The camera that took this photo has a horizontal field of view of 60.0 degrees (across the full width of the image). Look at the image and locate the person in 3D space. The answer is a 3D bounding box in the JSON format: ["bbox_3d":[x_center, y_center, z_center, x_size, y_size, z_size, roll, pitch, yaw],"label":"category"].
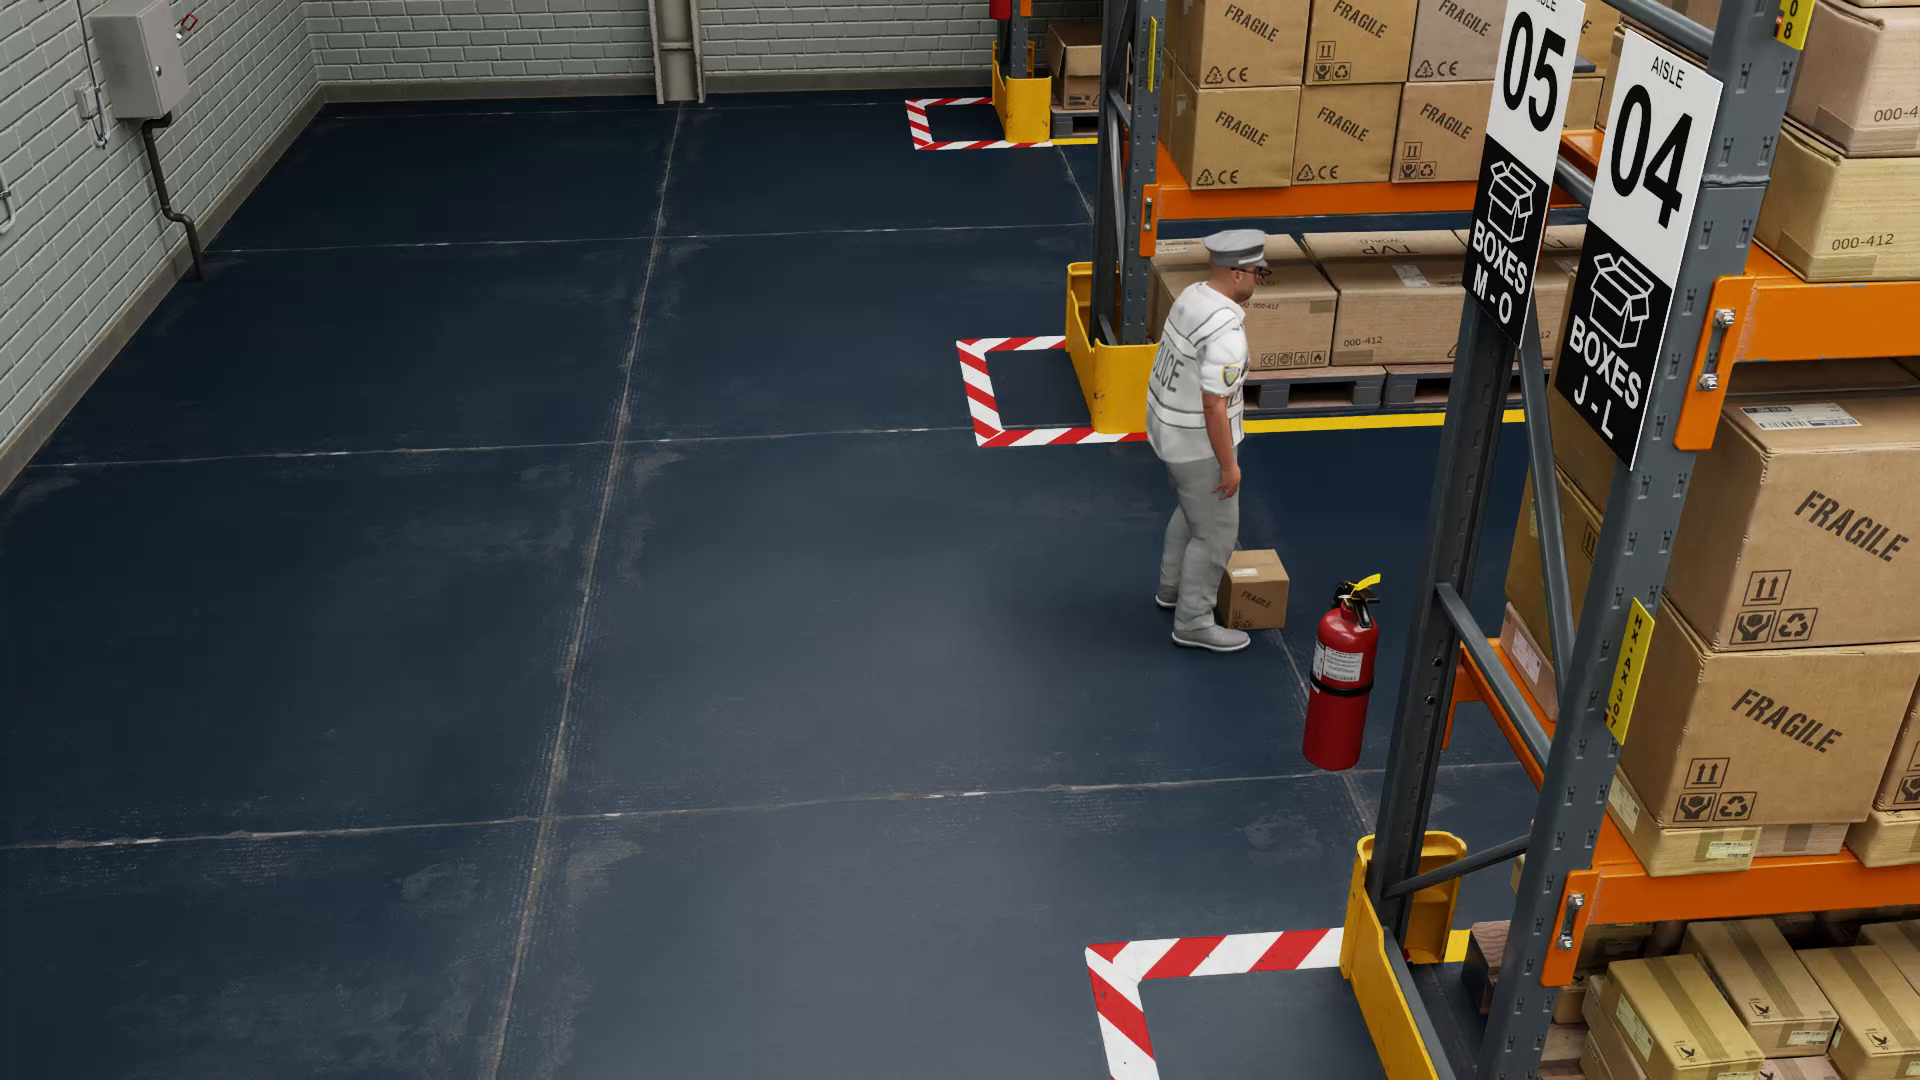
[{"bbox_3d":[0.990,-0.411,6.812,0.439,1.747,0.596,-4,31,-7],"label":"person"}]
